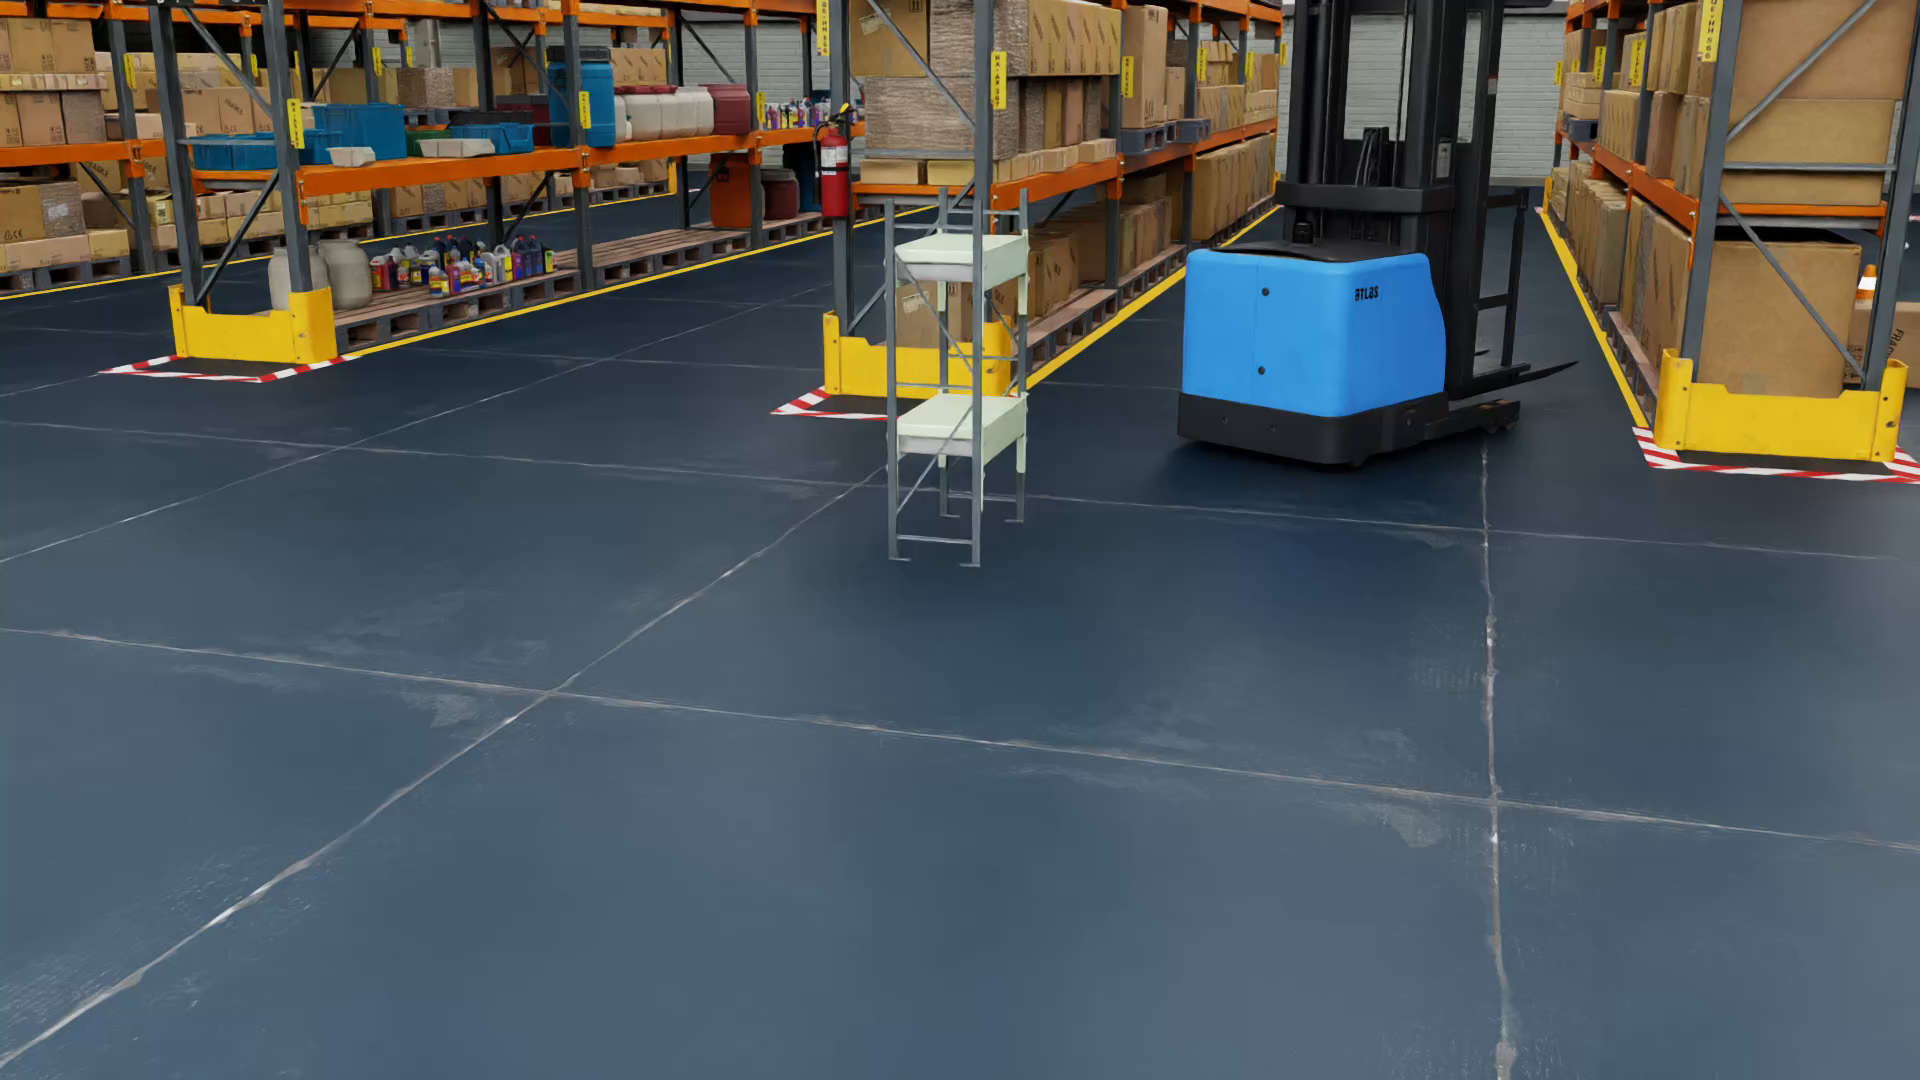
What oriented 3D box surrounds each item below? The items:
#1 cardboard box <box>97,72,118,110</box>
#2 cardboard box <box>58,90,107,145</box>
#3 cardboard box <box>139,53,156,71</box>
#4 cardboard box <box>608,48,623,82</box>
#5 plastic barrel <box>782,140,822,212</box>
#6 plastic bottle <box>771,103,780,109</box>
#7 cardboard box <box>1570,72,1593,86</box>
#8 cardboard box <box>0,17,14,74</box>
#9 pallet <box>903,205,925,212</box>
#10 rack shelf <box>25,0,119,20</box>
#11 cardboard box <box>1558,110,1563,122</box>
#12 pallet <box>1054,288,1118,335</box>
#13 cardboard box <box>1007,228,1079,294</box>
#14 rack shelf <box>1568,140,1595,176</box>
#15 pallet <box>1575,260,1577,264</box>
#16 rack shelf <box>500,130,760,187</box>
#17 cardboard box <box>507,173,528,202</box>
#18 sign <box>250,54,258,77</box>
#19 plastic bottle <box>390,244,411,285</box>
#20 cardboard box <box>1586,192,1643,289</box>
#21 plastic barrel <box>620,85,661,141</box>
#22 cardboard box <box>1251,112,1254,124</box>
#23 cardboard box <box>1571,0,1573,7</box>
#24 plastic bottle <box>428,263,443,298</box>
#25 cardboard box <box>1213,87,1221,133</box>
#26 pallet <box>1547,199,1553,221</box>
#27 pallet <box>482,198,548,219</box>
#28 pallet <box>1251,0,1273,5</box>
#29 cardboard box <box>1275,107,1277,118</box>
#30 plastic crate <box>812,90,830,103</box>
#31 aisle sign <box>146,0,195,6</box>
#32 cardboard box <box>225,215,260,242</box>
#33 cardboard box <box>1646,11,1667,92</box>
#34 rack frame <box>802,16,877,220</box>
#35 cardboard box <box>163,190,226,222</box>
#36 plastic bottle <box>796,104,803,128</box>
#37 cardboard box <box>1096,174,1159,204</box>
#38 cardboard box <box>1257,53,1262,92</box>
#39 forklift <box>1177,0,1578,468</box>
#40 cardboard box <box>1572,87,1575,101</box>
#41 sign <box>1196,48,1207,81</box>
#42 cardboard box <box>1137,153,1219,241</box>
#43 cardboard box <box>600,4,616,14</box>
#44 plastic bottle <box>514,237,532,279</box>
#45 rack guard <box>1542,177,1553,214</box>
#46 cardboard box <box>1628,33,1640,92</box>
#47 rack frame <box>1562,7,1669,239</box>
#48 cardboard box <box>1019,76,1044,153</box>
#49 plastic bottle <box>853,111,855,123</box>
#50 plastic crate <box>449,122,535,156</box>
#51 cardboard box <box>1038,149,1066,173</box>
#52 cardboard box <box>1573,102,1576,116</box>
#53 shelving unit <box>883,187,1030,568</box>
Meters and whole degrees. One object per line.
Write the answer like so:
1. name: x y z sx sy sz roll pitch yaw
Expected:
1. cardboard box: -11.728 -6.048 22.390 0.500 0.500 0.500 5 17 18
2. cardboard box: -8.776 -4.105 16.123 0.700 0.500 0.500 4 16 14
3. cardboard box: -11.464 -6.670 23.208 0.500 0.250 0.500 4 16 15
4. cardboard box: -5.540 -7.302 25.561 0.500 0.500 0.500 5 17 18
5. plastic barrel: -2.006 -4.748 21.648 0.600 0.901 0.708 5 16 16
6. plastic bottle: -2.394 -5.488 21.410 0.152 0.276 0.135 5 16 16
7. cardboard box: 6.994 -5.114 18.464 0.380 0.149 0.250 4 16 15
8. cardboard box: -9.061 -4.466 15.018 0.700 0.500 0.500 5 16 16
9. pallet: -1.117 -5.056 24.768 1.003 0.211 1.213 5 16 16
10. rack shelf: -9.224 -4.748 14.392 1.077 0.370 4.000 5 16 16
11. cardboard box: 8.411 -5.817 22.801 0.380 0.149 0.250 4 16 14
12. pallet: 0.684 -1.885 13.588 1.003 0.211 1.213 5 16 16
13. cardboard box: 0.689 -2.303 13.762 0.500 0.500 0.500 4 16 14
14. rack shelf: 7.273 -4.217 18.019 1.077 0.370 4.000 5 16 16
15. pallet: 6.928 -2.903 17.177 1.003 0.211 1.213 5 16 16
16. rack shelf: -3.339 -3.966 17.133 1.077 0.370 4.000 5 16 16
17. cardboard box: -6.396 -4.996 23.221 0.500 0.500 0.500 5 16 16
18. sign: -10.610 -7.130 24.991 0.100 0.325 0.005 5 16 16
19. plastic bottle: -4.762 -2.338 14.123 0.144 0.351 0.185 5 17 18
20. cardboard box: 5.936 -2.535 14.123 1.050 0.750 0.750 5 16 16
21. plastic barrel: -3.217 -4.279 16.671 0.433 0.535 0.433 0 16 0
22. cardboard box: 3.667 -5.566 21.917 0.380 0.149 0.250 5 17 18
23. cardboard box: 8.452 -7.269 22.238 0.500 0.250 0.500 5 17 18
24. plastic bottle: -4.230 -2.092 13.400 0.097 0.271 0.097 0 16 0
25. cardboard box: 2.664 -4.875 18.836 0.500 0.500 0.500 4 16 15
26. pallet: 8.692 -4.562 23.026 1.003 0.211 1.213 5 16 16
27. pallet: -6.577 -4.710 23.547 1.003 0.211 1.213 5 16 16
28. pallet: 3.706 -7.430 22.692 1.003 0.211 1.213 5 16 16
29. cardboard box: 4.466 -6.305 24.521 0.380 0.149 0.250 5 17 17
30. plastic crate: -1.828 -6.052 23.087 0.392 0.384 0.575 5 16 16
31. aisle sign: -5.349 -3.997 11.161 0.394 0.787 0.004 5 16 16
32. cardboard box: -8.012 -3.409 18.120 0.500 0.250 0.500 4 16 14
33. cardboard box: 5.430 -3.492 11.888 0.875 0.550 0.550 5 16 16
34. rack frame: -1.634 -5.882 22.569 1.000 3.000 0.127 5 16 16
35. cardboard box: -8.152 -3.542 17.563 0.500 0.311 0.500 4 16 15
36. plastic bottle: -1.966 -5.166 20.260 0.061 0.283 0.133 5 16 16
37. cardboard box: 1.675 -3.504 16.586 0.500 0.250 0.500 7 17 22
38. cardboard box: 3.787 -6.300 22.398 0.500 0.500 0.500 4 16 14
39. forklift: 2.592 -2.104 9.375 3.031 2.935 1.130 -15 22 -42
40. cardboard box: 6.846 -4.834 18.022 0.380 0.149 0.250 4 16 15
41. sign: 2.501 -4.931 17.239 0.100 0.325 0.005 5 16 16
42. cardboard box: 2.194 -3.810 18.389 1.225 0.875 0.875 4 16 13
43. cardboard box: -5.578 -8.138 25.302 0.500 0.250 0.500 5 16 16
44. plastic bottle: -3.869 -2.485 14.642 0.144 0.351 0.185 4 16 13
45. rack guard: 8.957 -4.911 23.727 1.175 0.500 0.348 5 16 16
46. cardboard box: 6.281 -4.186 14.574 0.700 0.500 0.500 4 16 15
47. rack frame: 7.841 -5.087 19.766 1.000 3.000 0.127 5 16 16
48. cardboard box: 0.098 -2.959 11.536 0.875 0.500 0.500 5 16 16
49. plastic bottle: -1.443 -5.626 22.030 0.097 0.201 0.097 0 16 0
50. plastic crate: -3.962 -3.407 14.116 0.499 0.251 0.616 5 16 16
51. cardboard box: 0.533 -2.678 11.736 0.380 0.149 0.250 5 16 16
52. cardboard box: 6.698 -4.554 17.578 0.380 0.149 0.250 4 16 13
53. shelving unit: -0.002 -0.720 7.119 0.431 1.500 0.755 5 16 16
